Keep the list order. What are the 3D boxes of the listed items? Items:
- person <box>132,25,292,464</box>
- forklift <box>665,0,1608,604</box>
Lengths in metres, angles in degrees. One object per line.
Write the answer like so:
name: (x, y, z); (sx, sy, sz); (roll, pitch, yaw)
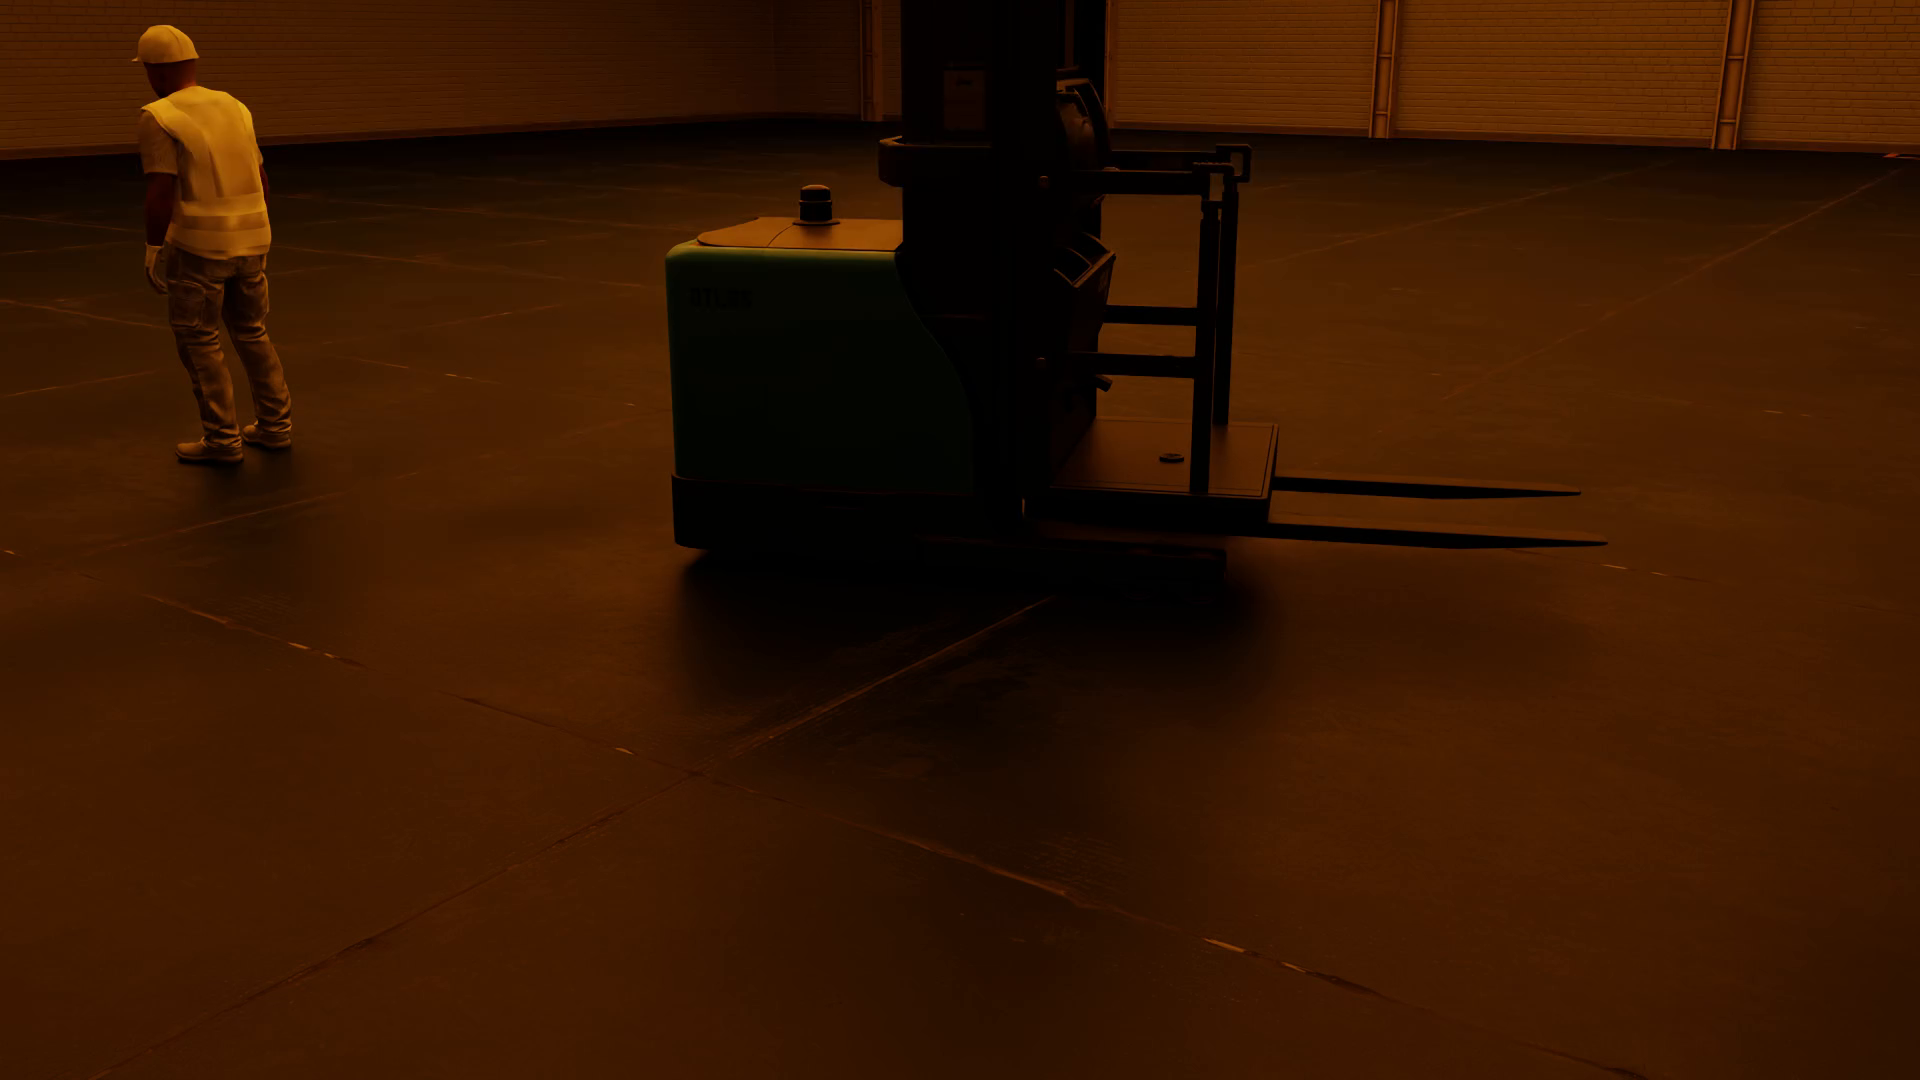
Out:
person: (-3.132, -1.219, 6.937); (0.454, 1.774, 0.625); (7, 18, 22)
forklift: (0.595, -1.367, 5.404); (3.031, 2.935, 1.130); (4, 17, 12)
